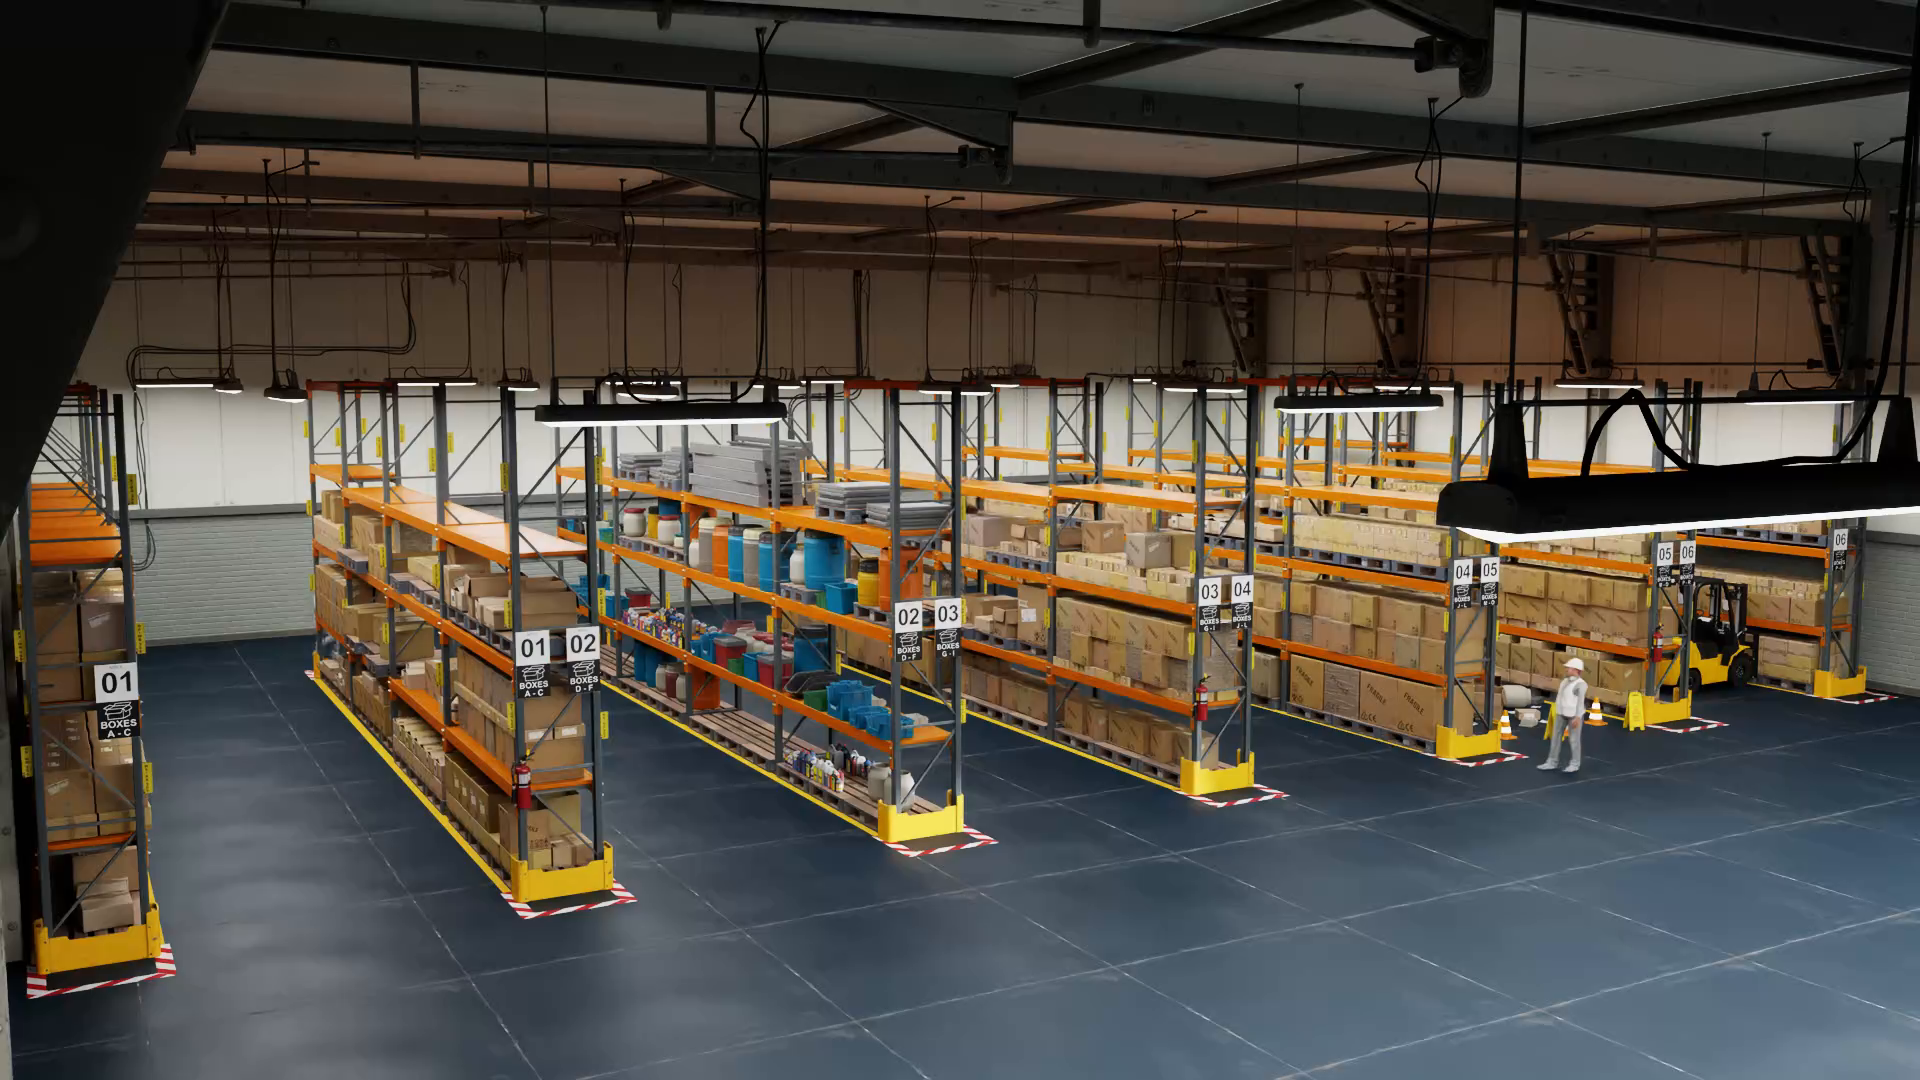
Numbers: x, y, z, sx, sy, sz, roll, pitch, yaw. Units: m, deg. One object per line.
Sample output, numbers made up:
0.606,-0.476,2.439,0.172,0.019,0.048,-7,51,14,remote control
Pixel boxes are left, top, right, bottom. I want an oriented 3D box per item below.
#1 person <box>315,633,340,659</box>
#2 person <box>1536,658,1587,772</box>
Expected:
-13.409,1.677,35.421,0.567,1.754,0.594,1,6,13,person
9.386,2.716,25.796,0.589,1.767,0.586,-4,7,-34,person
